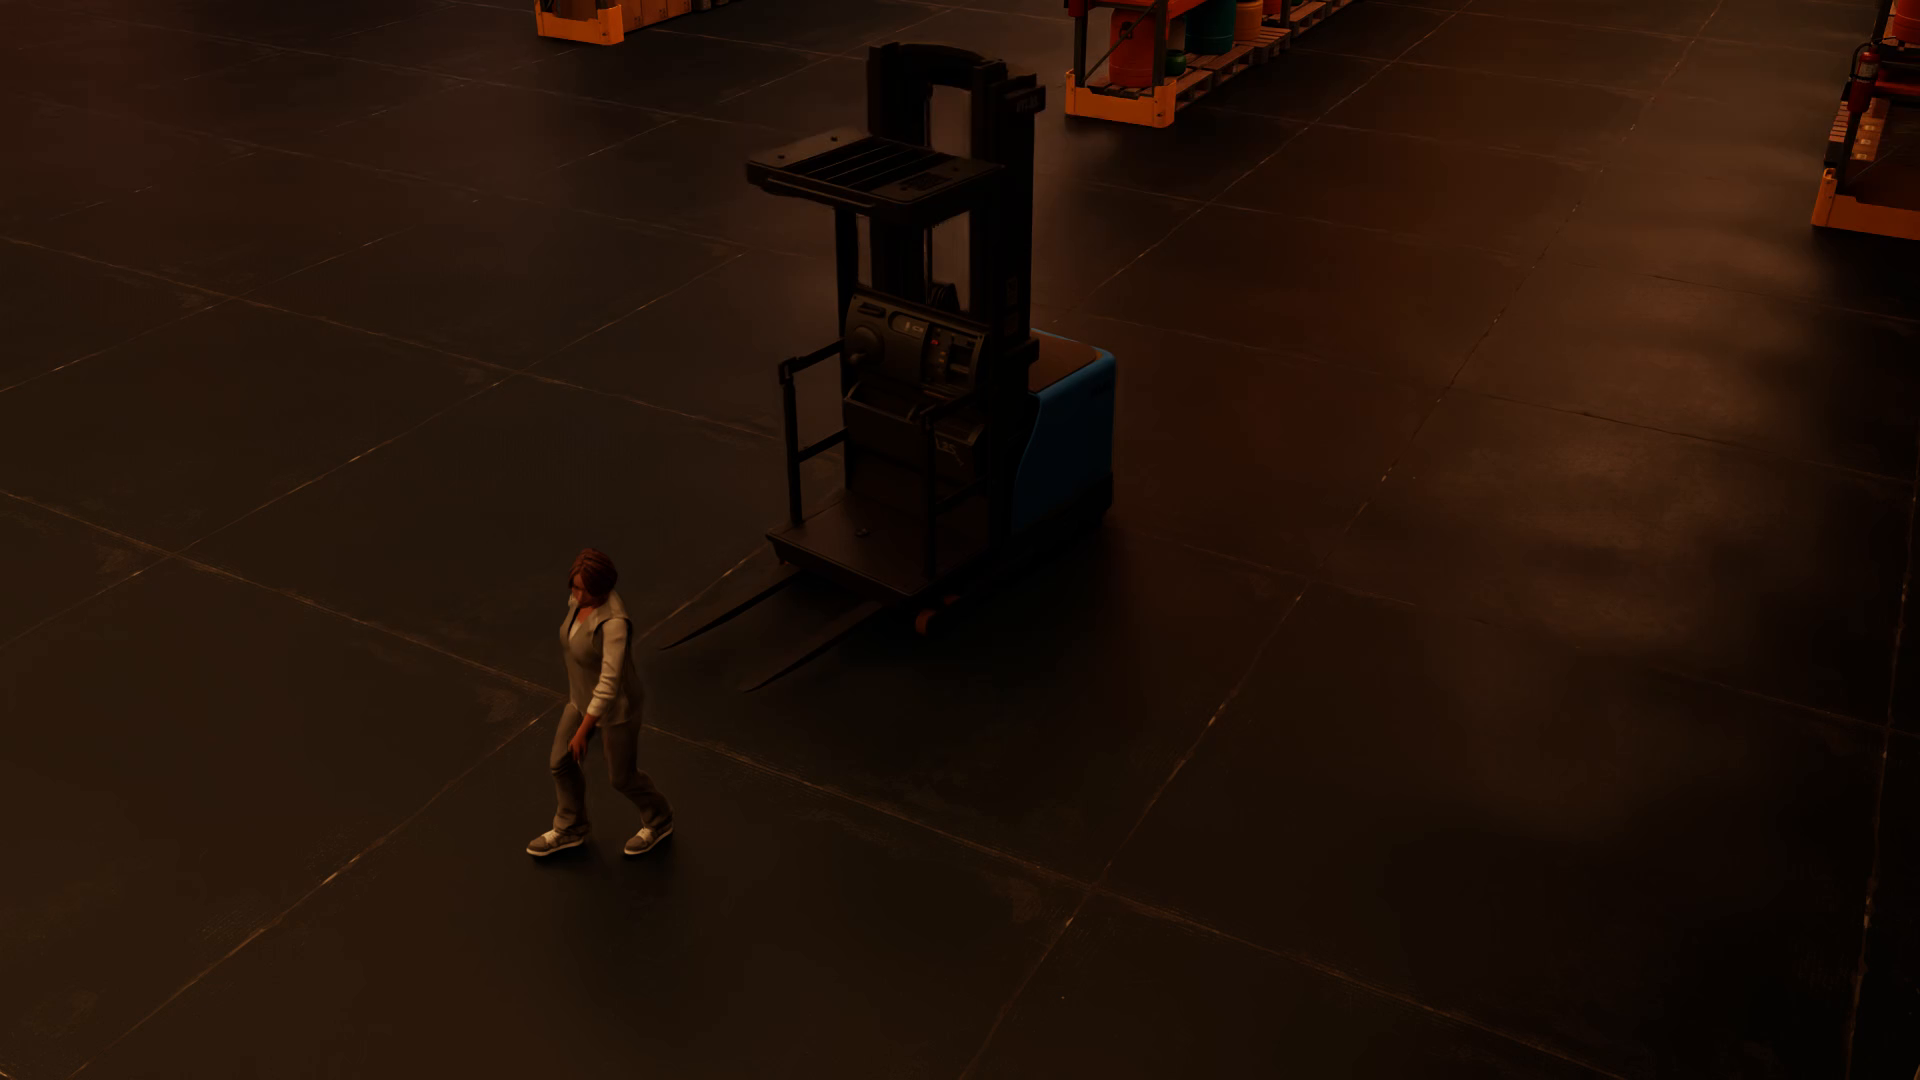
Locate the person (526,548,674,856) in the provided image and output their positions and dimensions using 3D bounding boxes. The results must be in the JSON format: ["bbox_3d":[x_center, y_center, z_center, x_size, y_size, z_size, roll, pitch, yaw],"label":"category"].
[{"bbox_3d":[-1.598,0.733,7.177,0.637,1.563,0.535,-23,37,-34],"label":"person"}]

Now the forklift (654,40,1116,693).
[{"bbox_3d":[-0.382,-1.016,8.830,1.130,2.935,3.031,22,36,33],"label":"forklift"}]
